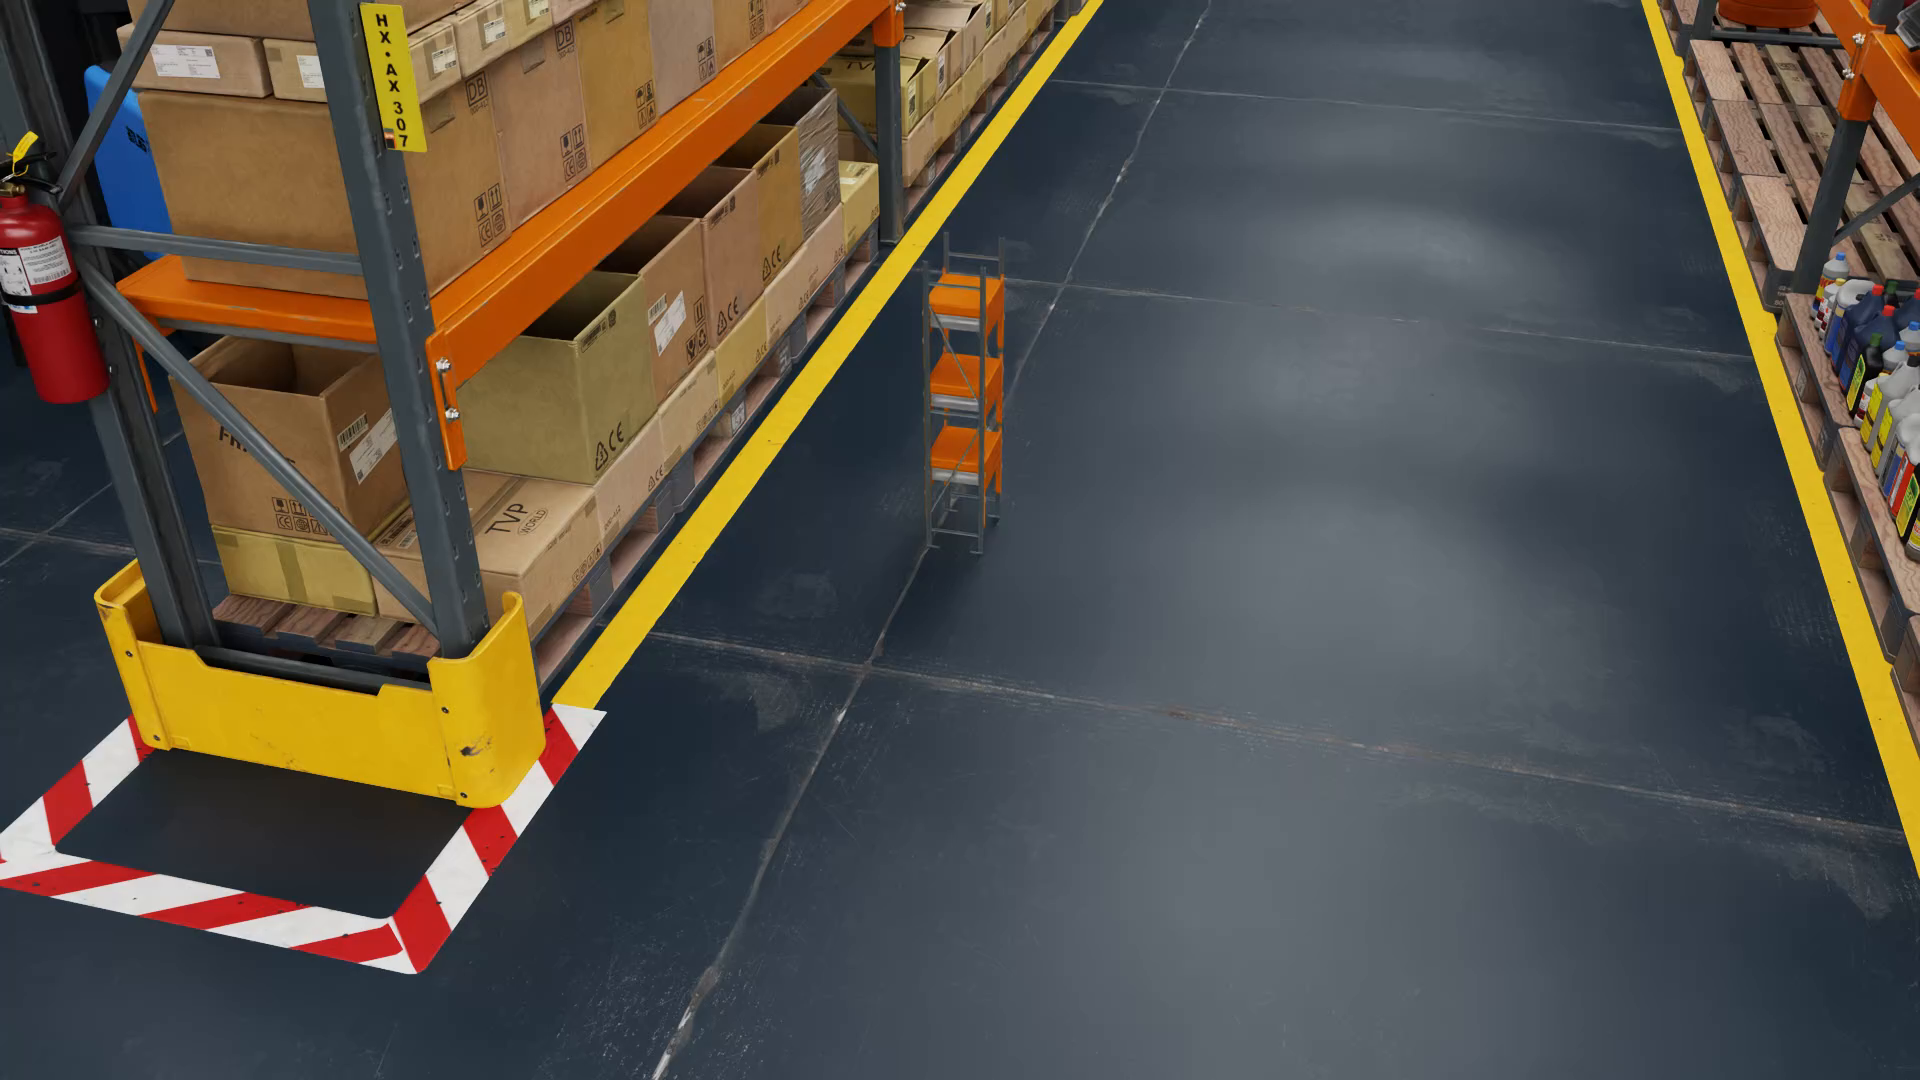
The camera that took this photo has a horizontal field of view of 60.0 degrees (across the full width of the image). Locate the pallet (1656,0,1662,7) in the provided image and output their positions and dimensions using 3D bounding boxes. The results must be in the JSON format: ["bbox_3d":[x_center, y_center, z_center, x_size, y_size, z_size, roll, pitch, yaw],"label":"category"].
[{"bbox_3d":[5.506,-4.043,11.913,1.003,0.211,1.213,8,33,12],"label":"pallet"}]

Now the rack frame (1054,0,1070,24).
[{"bbox_3d":[0.244,-4.850,10.584,1.000,3.000,0.127,8,33,12],"label":"rack frame"}]

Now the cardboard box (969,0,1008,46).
[{"bbox_3d":[-0.036,-3.007,9.332,0.500,0.311,0.500,9,34,14],"label":"cardboard box"}]

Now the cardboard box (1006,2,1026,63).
[{"bbox_3d":[0.088,-3.032,9.896,0.500,0.250,0.500,9,33,13],"label":"cardboard box"}]

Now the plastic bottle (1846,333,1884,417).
[{"bbox_3d":[3.283,-0.597,6.015,0.061,0.283,0.133,9,34,15],"label":"plastic bottle"}]

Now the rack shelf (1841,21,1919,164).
[{"bbox_3d":[3.512,-0.757,4.815,1.077,0.370,4.000,8,33,12],"label":"rack shelf"}]

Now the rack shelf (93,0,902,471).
[{"bbox_3d":[-1.279,-1.433,5.879,1.077,0.370,4.000,8,33,12],"label":"rack shelf"}]

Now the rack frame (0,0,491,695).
[{"bbox_3d":[-1.786,-0.699,4.053,1.000,3.000,0.127,8,33,12],"label":"rack frame"}]

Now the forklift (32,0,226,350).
[{"bbox_3d":[-3.656,-2.730,7.313,1.130,2.935,3.031,-24,40,-33],"label":"forklift"}]

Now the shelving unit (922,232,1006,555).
[{"bbox_3d":[0.014,-0.471,5.512,0.215,1.050,0.252,8,33,12],"label":"shelving unit"}]

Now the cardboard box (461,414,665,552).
[{"bbox_3d":[-1.312,-0.224,5.477,0.500,0.250,0.500,8,33,12],"label":"cardboard box"}]

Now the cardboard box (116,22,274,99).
[{"bbox_3d":[-1.874,-1.239,4.205,0.380,0.149,0.250,7,33,12],"label":"cardboard box"}]

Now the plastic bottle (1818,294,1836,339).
[{"bbox_3d":[3.463,-0.892,6.555,0.097,0.201,0.097,0,32,0],"label":"plastic bottle"}]

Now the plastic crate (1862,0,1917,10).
[{"bbox_3d":[3.846,-2.418,6.698,0.402,0.464,0.583,8,33,12],"label":"plastic crate"}]

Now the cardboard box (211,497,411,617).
[{"bbox_3d":[-1.936,-0.034,5.179,0.500,0.250,0.500,8,33,12],"label":"cardboard box"}]

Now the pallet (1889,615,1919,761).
[{"bbox_3d":[3.189,0.688,4.472,1.003,0.211,1.213,8,33,12],"label":"pallet"}]

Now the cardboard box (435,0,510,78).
[{"bbox_3d":[-1.414,-1.326,4.343,0.380,0.149,0.250,7,33,11],"label":"cardboard box"}]

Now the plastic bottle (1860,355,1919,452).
[{"bbox_3d":[3.257,-0.485,5.776,0.144,0.351,0.185,8,33,12],"label":"plastic bottle"}]

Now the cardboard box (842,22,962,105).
[{"bbox_3d":[-0.293,-2.468,8.484,0.500,0.311,0.500,8,33,12],"label":"cardboard box"}]

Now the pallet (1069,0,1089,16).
[{"bbox_3d":[0.470,-4.056,11.933,1.003,0.211,1.213,8,33,12],"label":"pallet"}]

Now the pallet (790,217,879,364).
[{"bbox_3d":[-1.014,-1.191,7.426,1.003,0.211,1.213,8,33,12],"label":"pallet"}]

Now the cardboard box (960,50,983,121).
[{"bbox_3d":[-0.169,-2.501,9.060,0.500,0.250,0.500,7,33,11],"label":"cardboard box"}]

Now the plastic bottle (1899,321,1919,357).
[{"bbox_3d":[3.493,-0.678,6.154,0.097,0.271,0.097,0,32,0],"label":"plastic bottle"}]

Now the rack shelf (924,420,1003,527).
[{"bbox_3d":[0.014,-0.227,5.667,0.215,0.259,0.240,8,33,12],"label":"rack shelf"}]

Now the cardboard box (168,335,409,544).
[{"bbox_3d":[-1.938,-0.351,4.979,0.500,0.500,0.500,8,33,12],"label":"cardboard box"}]

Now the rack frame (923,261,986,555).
[{"bbox_3d":[-0.017,-0.408,5.412,0.200,1.050,0.008,8,33,12],"label":"rack frame"}]

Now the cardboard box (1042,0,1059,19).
[{"bbox_3d":[0.346,-3.561,10.727,0.500,0.250,0.500,9,33,14],"label":"cardboard box"}]

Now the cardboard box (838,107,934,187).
[{"bbox_3d":[-0.429,-1.967,8.220,0.500,0.250,0.500,7,33,11],"label":"cardboard box"}]

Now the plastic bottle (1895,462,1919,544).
[{"bbox_3d":[3.058,-0.138,5.292,0.061,0.283,0.133,9,33,14],"label":"plastic bottle"}]

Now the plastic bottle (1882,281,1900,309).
[{"bbox_3d":[3.562,-0.846,6.407,0.061,0.283,0.133,8,33,12],"label":"plastic bottle"}]

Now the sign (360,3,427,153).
[{"bbox_3d":[-1.251,-1.019,3.676,0.100,0.325,0.005,8,33,12],"label":"sign"}]

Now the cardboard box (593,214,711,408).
[{"bbox_3d":[-1.196,-0.801,5.687,0.500,0.500,0.500,8,33,12],"label":"cardboard box"}]

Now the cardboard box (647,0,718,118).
[{"bbox_3d":[-1.265,-1.785,5.669,0.700,0.500,0.500,9,34,14],"label":"cardboard box"}]

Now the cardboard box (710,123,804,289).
[{"bbox_3d":[-0.939,-1.320,6.502,0.500,0.500,0.500,8,33,12],"label":"cardboard box"}]

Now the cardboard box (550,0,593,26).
[{"bbox_3d":[-1.283,-1.586,4.752,0.380,0.149,0.250,8,33,12],"label":"cardboard box"}]

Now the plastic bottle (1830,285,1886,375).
[{"bbox_3d":[3.413,-0.804,6.277,0.144,0.351,0.185,9,34,14],"label":"plastic bottle"}]

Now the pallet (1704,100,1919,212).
[{"bbox_3d":[4.488,-1.969,8.651,1.003,0.211,1.213,8,33,12],"label":"pallet"}]

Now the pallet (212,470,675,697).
[{"bbox_3d":[-1.633,0.075,5.435,1.003,0.211,1.213,8,33,12],"label":"pallet"}]

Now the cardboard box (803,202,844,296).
[{"bbox_3d":[-0.814,-1.263,7.112,0.500,0.250,0.500,8,33,12],"label":"cardboard box"}]

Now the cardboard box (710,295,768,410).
[{"bbox_3d":[-1.053,-0.742,6.293,0.500,0.250,0.500,8,33,12],"label":"cardboard box"}]

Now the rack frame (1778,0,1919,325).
[{"bbox_3d":[4.019,-2.098,6.255,1.000,3.000,0.127,8,33,12],"label":"rack frame"}]

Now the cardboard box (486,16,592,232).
[{"bbox_3d":[-1.527,-1.255,4.835,0.700,0.500,0.500,9,34,14],"label":"cardboard box"}]

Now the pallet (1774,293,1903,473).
[{"bbox_3d":[3.808,-0.579,6.463,1.003,0.211,1.213,8,33,12],"label":"pallet"}]

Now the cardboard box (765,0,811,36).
[{"bbox_3d":[-1.005,-2.311,6.496,0.700,0.500,0.500,8,33,12],"label":"cardboard box"}]

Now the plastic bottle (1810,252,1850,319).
[{"bbox_3d":[3.514,-1.027,6.702,0.097,0.271,0.097,0,32,0],"label":"plastic bottle"}]

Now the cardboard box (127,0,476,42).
[{"bbox_3d":[-1.642,-1.557,4.100,0.700,0.500,0.500,8,33,13],"label":"cardboard box"}]

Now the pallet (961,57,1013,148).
[{"bbox_3d":[-0.314,-2.621,9.675,1.003,0.211,1.213,8,33,12],"label":"pallet"}]

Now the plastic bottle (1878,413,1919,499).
[{"bbox_3d":[3.172,-0.271,5.508,0.152,0.276,0.135,7,33,11],"label":"plastic bottle"}]
